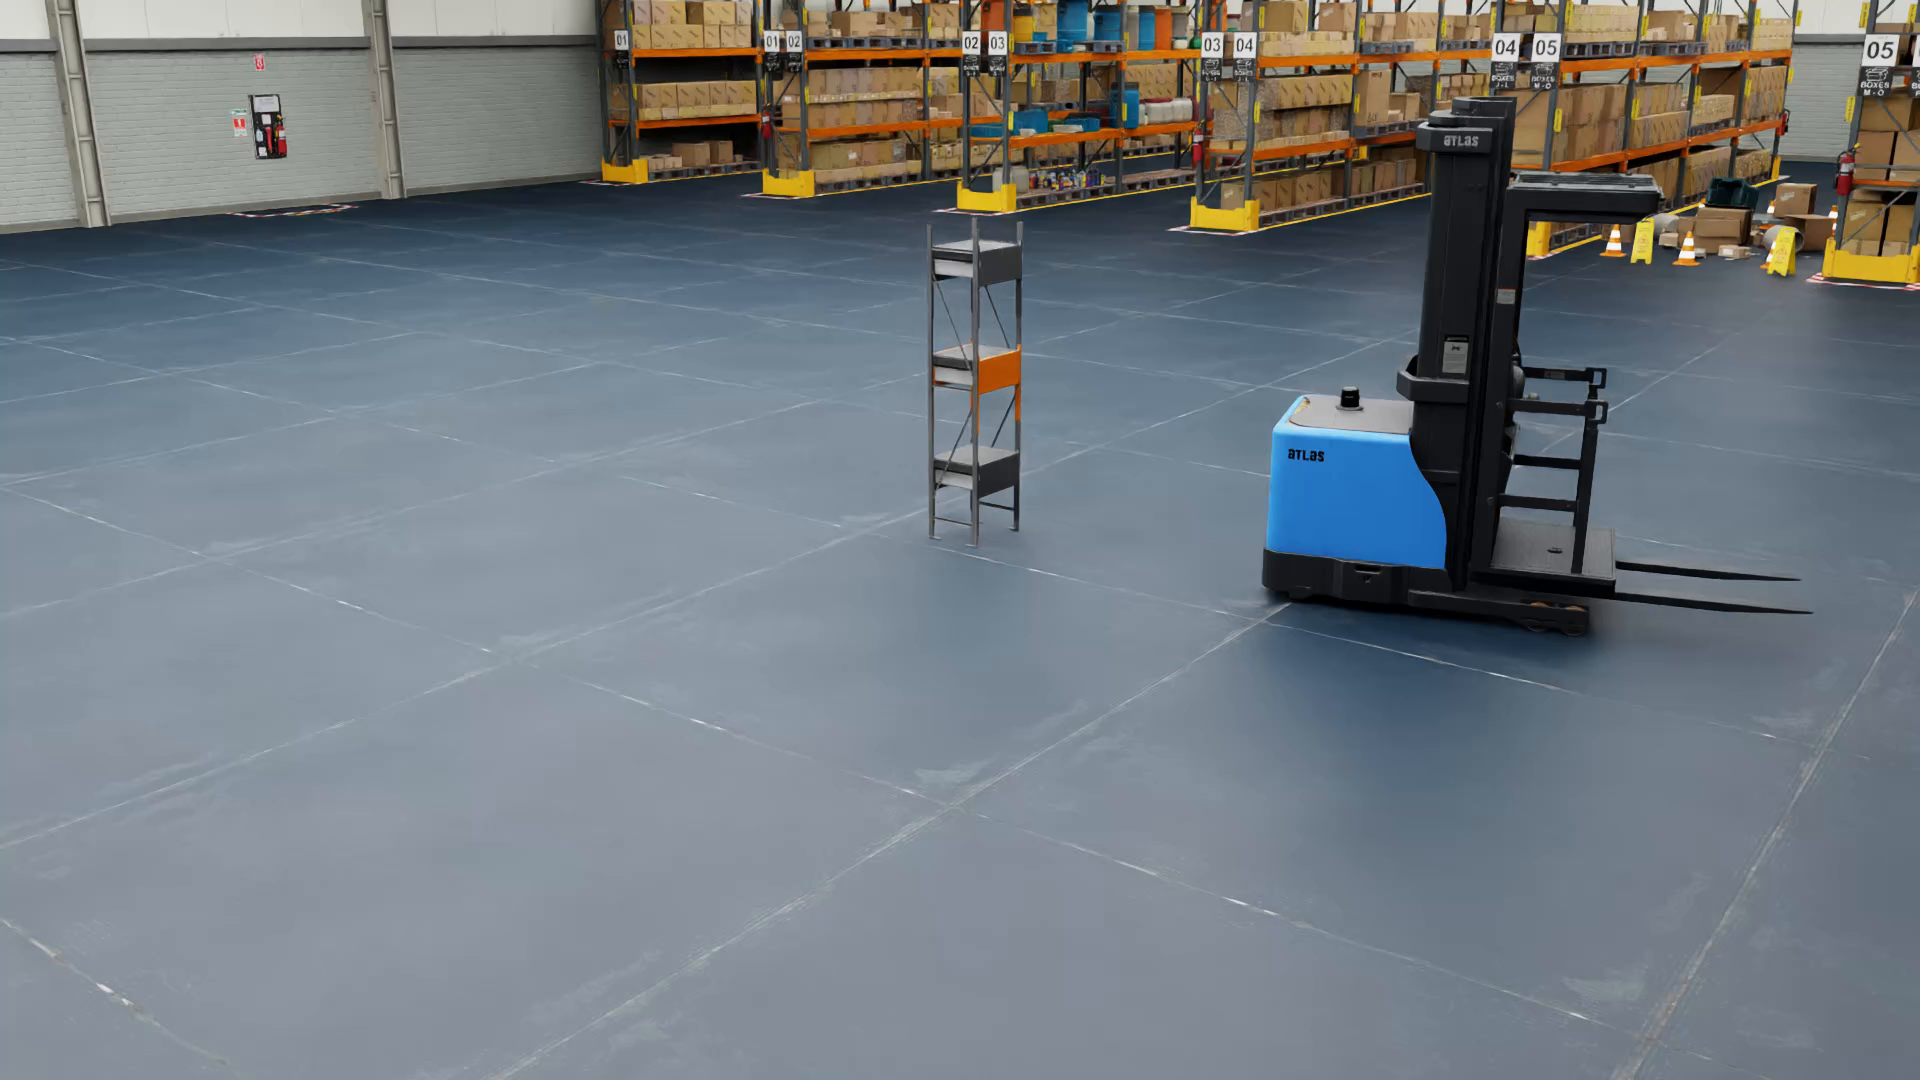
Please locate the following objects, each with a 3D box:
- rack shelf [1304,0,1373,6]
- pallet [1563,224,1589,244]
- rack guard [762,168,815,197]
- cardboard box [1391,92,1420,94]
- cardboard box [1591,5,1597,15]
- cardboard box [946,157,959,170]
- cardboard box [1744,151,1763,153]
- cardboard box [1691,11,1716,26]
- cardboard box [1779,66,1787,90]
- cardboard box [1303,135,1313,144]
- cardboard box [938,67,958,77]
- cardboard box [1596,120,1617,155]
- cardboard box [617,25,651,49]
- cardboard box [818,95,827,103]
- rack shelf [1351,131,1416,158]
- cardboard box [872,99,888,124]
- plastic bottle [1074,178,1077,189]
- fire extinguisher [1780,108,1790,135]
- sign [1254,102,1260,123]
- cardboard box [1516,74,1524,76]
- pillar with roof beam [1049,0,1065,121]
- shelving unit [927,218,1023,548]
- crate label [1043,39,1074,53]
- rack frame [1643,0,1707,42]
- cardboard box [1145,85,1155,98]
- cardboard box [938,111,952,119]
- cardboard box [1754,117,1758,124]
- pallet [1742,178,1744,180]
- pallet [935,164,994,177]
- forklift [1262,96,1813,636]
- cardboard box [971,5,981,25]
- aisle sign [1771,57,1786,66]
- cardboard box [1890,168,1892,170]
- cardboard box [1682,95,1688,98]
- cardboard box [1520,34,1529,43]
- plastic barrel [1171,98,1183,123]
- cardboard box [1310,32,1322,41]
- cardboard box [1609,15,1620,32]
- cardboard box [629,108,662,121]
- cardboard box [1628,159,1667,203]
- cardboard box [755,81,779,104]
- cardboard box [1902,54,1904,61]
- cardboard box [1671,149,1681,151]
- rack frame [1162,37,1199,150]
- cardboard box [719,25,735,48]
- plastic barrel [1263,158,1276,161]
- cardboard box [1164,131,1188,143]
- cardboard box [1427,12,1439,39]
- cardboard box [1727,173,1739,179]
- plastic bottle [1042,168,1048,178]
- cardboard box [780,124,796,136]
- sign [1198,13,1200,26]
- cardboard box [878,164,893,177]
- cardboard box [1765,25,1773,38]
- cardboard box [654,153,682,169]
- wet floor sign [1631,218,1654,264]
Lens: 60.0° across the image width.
[{"bbox_3d":[8.831,-13.291,40.757,1.077,0.370,4.000,12,21,35],"label":"rack shelf"},{"bbox_3d":[9.531,-5.012,27.028,1.003,0.211,1.213,12,21,35],"label":"pallet"},{"bbox_3d":[-3.501,-7.303,33.917,1.175,0.500,0.348,12,21,35],"label":"rack guard"},{"bbox_3d":[8.944,-8.769,33.547,0.500,0.500,0.500,10,20,28],"label":"cardboard box"},{"bbox_3d":[9.451,-8.057,25.276,0.380,0.149,0.250,12,21,34],"label":"cardboard box"},{"bbox_3d":[-0.358,-8.516,37.538,0.500,0.250,0.500,13,22,36],"label":"cardboard box"},{"bbox_3d":[17.358,-8.429,36.425,0.380,0.149,0.250,11,21,33],"label":"cardboard box"},{"bbox_3d":[13.927,-9.772,31.137,0.396,0.266,0.258,12,21,35],"label":"cardboard box"},{"bbox_3d":[17.851,-10.176,36.597,0.500,0.500,0.500,12,21,34],"label":"cardboard box"},{"bbox_3d":[6.053,-7.126,29.556,0.380,0.149,0.250,12,21,35],"label":"cardboard box"},{"bbox_3d":[-0.390,-12.636,44.908,0.500,0.250,0.500,13,22,36],"label":"cardboard box"},{"bbox_3d":[10.254,-6.650,27.346,0.875,0.550,0.550,12,21,35],"label":"cardboard box"},{"bbox_3d":[-7.067,-10.902,36.032,0.500,0.500,0.500,13,22,36],"label":"cardboard box"},{"bbox_3d":[-2.925,-8.979,33.836,0.380,0.149,0.250,12,21,33],"label":"cardboard box"},{"bbox_3d":[8.042,-7.836,32.634,1.077,0.370,4.000,12,21,35],"label":"rack shelf"},{"bbox_3d":[-1.974,-9.150,35.483,0.700,0.500,0.500,13,21,35],"label":"cardboard box"},{"bbox_3d":[2.265,-7.055,32.880,0.097,0.201,0.097,0,17,0],"label":"plastic bottle"},{"bbox_3d":[18.444,-9.425,37.294,0.296,0.674,0.183,12,21,35],"label":"fire extinguisher"},{"bbox_3d":[4.903,-7.068,27.488,0.100,0.325,0.005,12,21,35],"label":"sign"},{"bbox_3d":[12.896,-10.680,39.065,0.500,0.500,0.500,12,21,33],"label":"cardboard box"},{"bbox_3d":[6.438,-16.088,47.876,9.100,9.000,0.400,12,21,35],"label":"pillar with roof beam"},{"bbox_3d":[0.099,-1.042,11.059,0.431,2.100,0.503,12,21,35],"label":"shelving unit"},{"bbox_3d":[1.870,-9.375,31.568,0.502,0.251,0.408,12,21,35],"label":"crate label"},{"bbox_3d":[13.157,-10.621,30.271,1.000,3.000,0.127,12,21,35],"label":"rack frame"},{"bbox_3d":[4.788,-11.723,43.767,0.500,0.500,0.500,12,21,34],"label":"cardboard box"},{"bbox_3d":[-0.411,-9.510,37.233,0.380,0.149,0.250,12,21,35],"label":"cardboard box"},{"bbox_3d":[16.717,-8.920,35.335,0.380,0.149,0.250,14,22,37],"label":"cardboard box"},{"bbox_3d":[15.912,-7.543,35.178,1.003,0.211,1.213,12,21,35],"label":"pallet"},{"bbox_3d":[0.031,-8.598,38.573,1.003,0.211,1.213,12,21,35],"label":"pallet"},{"bbox_3d":[3.412,-1.031,9.623,3.031,2.935,1.130,6,18,19],"label":"forklift"},{"bbox_3d":[0.333,-14.322,45.361,0.500,0.500,0.500,12,21,34],"label":"cardboard box"},{"bbox_3d":[18.208,-10.867,36.797,0.394,0.787,0.004,12,21,35],"label":"aisle sign"},{"bbox_3d":[13.103,-5.247,23.505,0.380,0.149,0.250,13,21,35],"label":"cardboard box"},{"bbox_3d":[14.469,-8.874,33.473,0.380,0.149,0.250,12,21,34],"label":"cardboard box"},{"bbox_3d":[8.316,-7.550,24.988,0.380,0.149,0.250,12,21,35],"label":"cardboard box"},{"bbox_3d":[4.564,-9.202,35.629,0.421,0.512,0.421,0,17,0],"label":"plastic barrel"},{"bbox_3d":[6.108,-8.812,29.084,0.380,0.149,0.250,14,22,37],"label":"cardboard box"},{"bbox_3d":[10.085,-8.153,26.256,0.500,0.250,0.500,12,21,34],"label":"cardboard box"},{"bbox_3d":[-6.921,-9.375,36.594,0.500,0.250,0.500,12,21,33],"label":"cardboard box"},{"bbox_3d":[12.204,-6.544,30.344,1.050,0.750,0.750,13,21,36],"label":"cardboard box"},{"bbox_3d":[-4.753,-10.703,39.740,0.700,0.500,0.500,12,21,35],"label":"cardboard box"},{"bbox_3d":[12.536,-6.512,22.521,0.380,0.149,0.250,13,21,35],"label":"cardboard box"},{"bbox_3d":[13.961,-7.570,32.806,0.500,0.250,0.500,13,21,36],"label":"cardboard box"},{"bbox_3d":[6.047,-12.313,45.837,1.000,3.000,0.127,12,21,35],"label":"rack frame"},{"bbox_3d":[-5.498,-11.537,38.078,0.500,0.500,0.500,10,20,30],"label":"cardboard box"},{"bbox_3d":[7.301,-9.556,39.789,0.600,0.901,0.708,12,21,35],"label":"plastic barrel"},{"bbox_3d":[5.921,-11.156,45.585,0.500,0.500,0.500,12,21,35],"label":"cardboard box"},{"bbox_3d":[9.150,-10.217,33.019,0.500,0.500,0.500,13,22,36],"label":"cardboard box"},{"bbox_3d":[16.015,-7.578,34.686,0.380,0.149,0.250,11,21,32],"label":"cardboard box"},{"bbox_3d":[1.693,-7.259,33.285,0.144,0.351,0.185,12,21,34],"label":"plastic bottle"},{"bbox_3d":[-4.092,-10.112,40.958,0.500,0.250,0.500,12,21,33],"label":"cardboard box"},{"bbox_3d":[6.481,-14.066,44.929,0.100,0.325,0.005,12,21,35],"label":"sign"},{"bbox_3d":[-1.796,-7.954,35.729,0.500,0.250,0.500,12,21,35],"label":"cardboard box"},{"bbox_3d":[16.631,-10.616,34.722,0.500,0.250,0.500,13,21,36],"label":"cardboard box"},{"bbox_3d":[-6.643,-8.587,37.631,0.500,0.311,0.500,15,22,39],"label":"cardboard box"},{"bbox_3d":[9.963,-4.369,24.225,0.267,0.644,0.232,8,19,25],"label":"wet floor sign"}]
